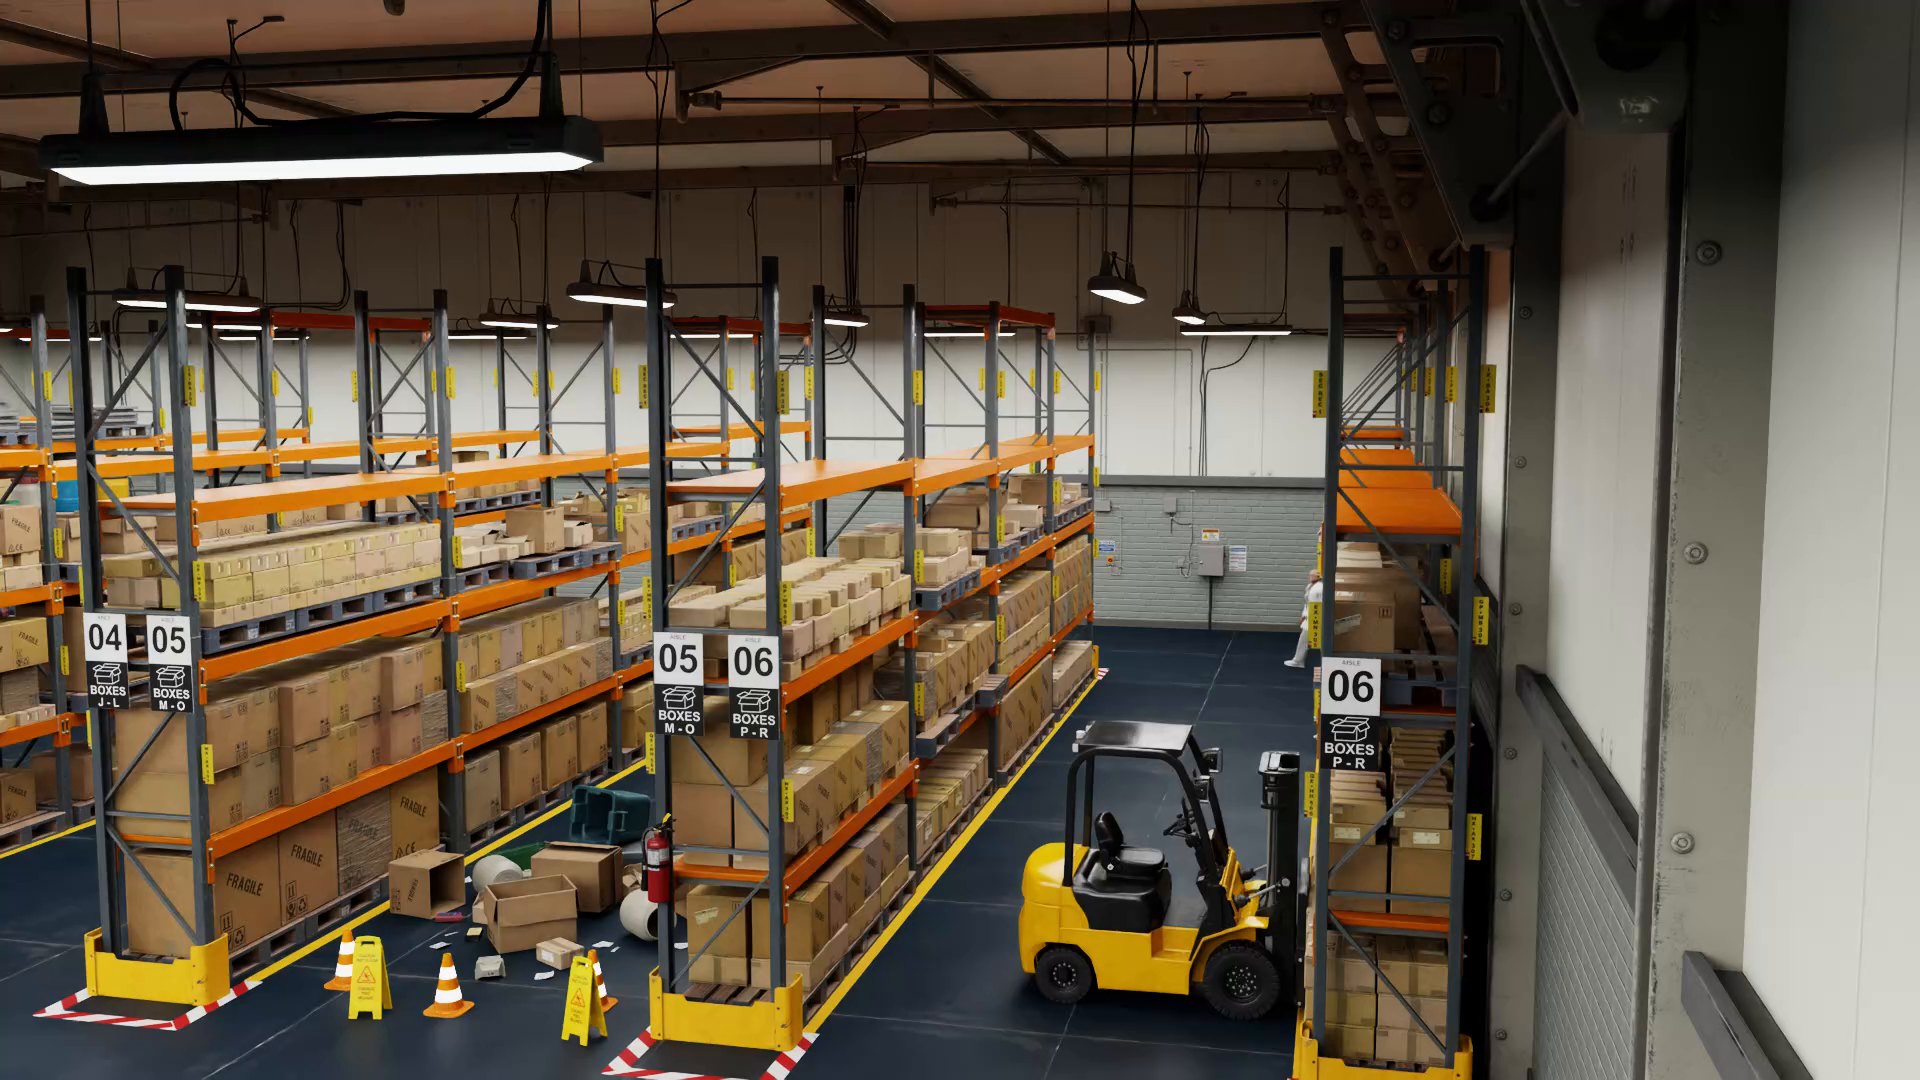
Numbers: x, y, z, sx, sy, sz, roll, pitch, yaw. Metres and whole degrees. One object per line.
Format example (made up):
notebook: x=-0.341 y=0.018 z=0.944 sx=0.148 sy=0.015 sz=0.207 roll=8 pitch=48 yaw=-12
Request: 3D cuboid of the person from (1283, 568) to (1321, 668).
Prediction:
person: x=6.139 y=1.349 z=29.027 sx=0.969 sy=1.748 sz=0.544 roll=1 pitch=6 yaw=7

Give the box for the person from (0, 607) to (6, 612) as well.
person: x=-15.866 y=1.621 z=27.255 sx=0.571 sy=1.676 sz=0.444 roll=0 pitch=6 yaw=-2
